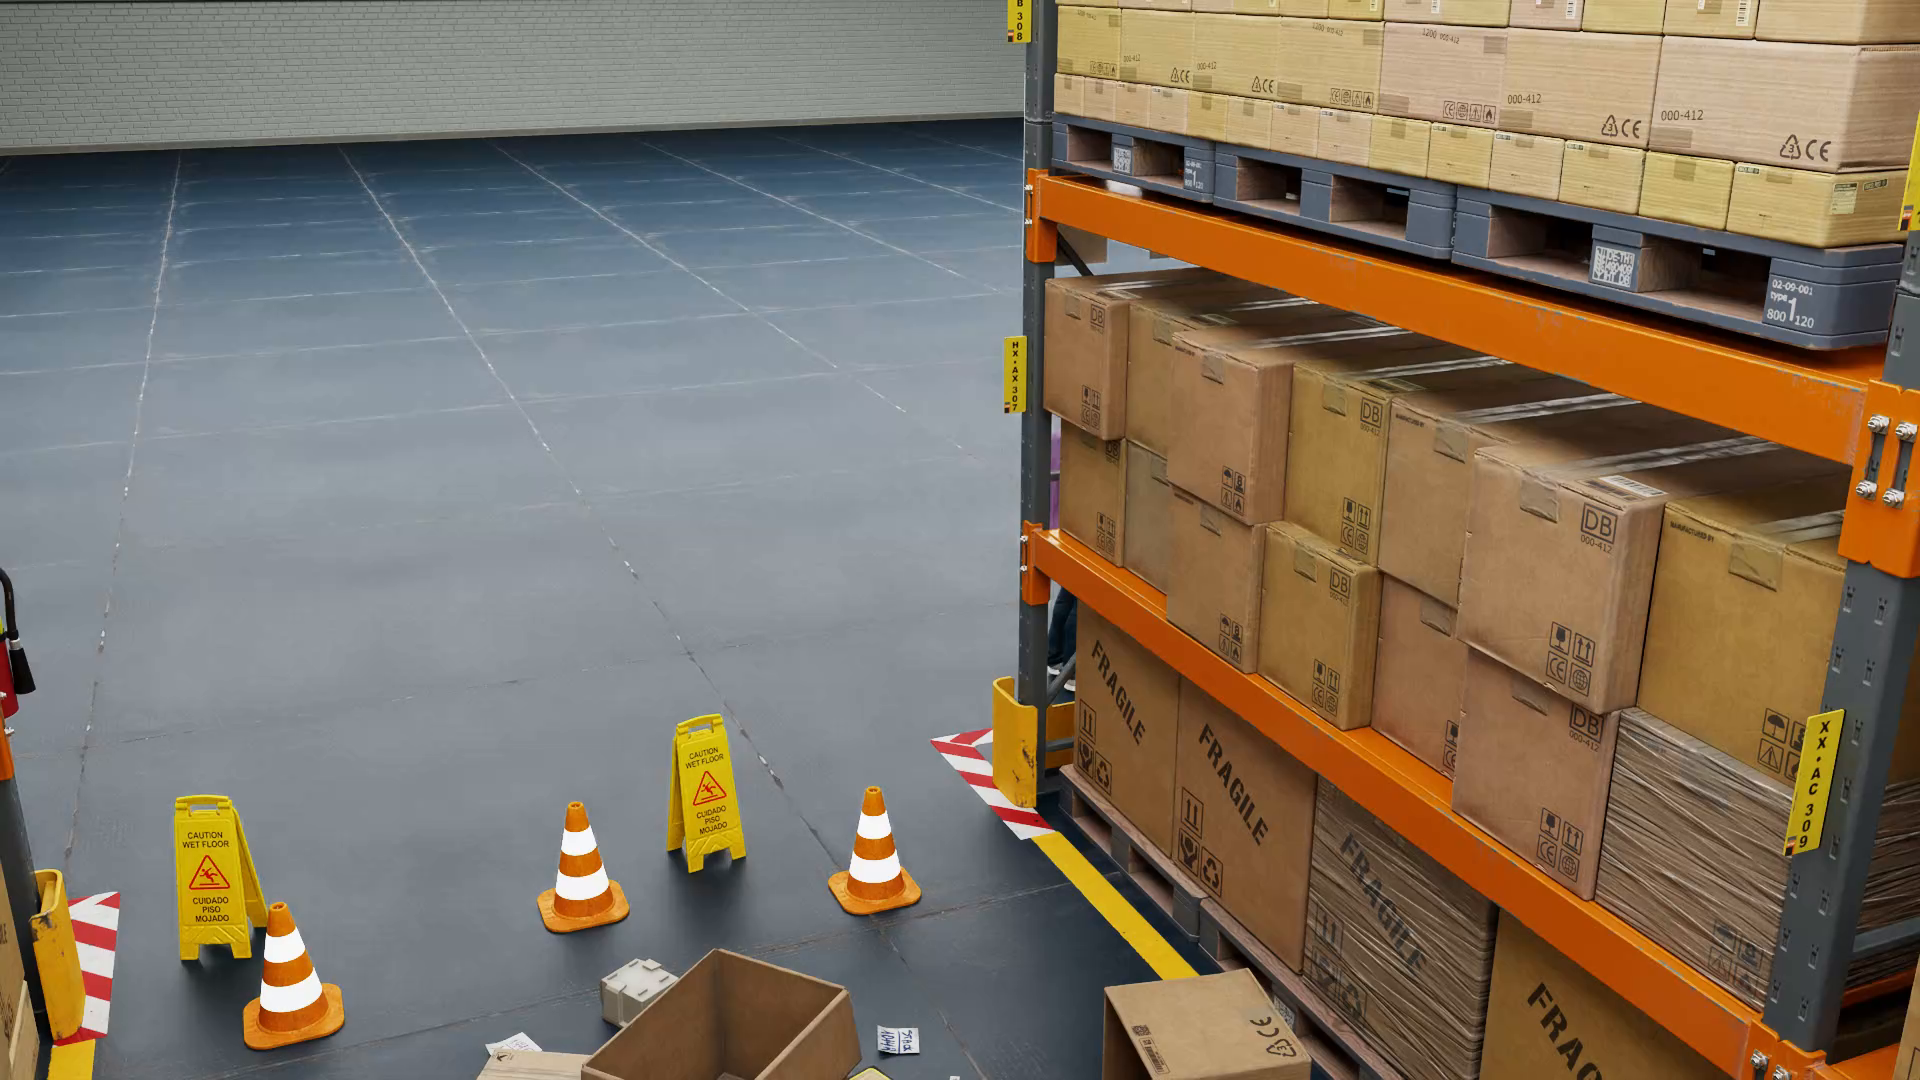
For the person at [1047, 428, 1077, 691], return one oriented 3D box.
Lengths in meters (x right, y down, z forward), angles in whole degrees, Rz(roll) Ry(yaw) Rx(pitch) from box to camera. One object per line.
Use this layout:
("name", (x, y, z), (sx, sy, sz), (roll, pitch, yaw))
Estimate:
("person", (0.601, -0.014, 8.623), (0.345, 1.593, 0.479), (-7, 20, -19))
